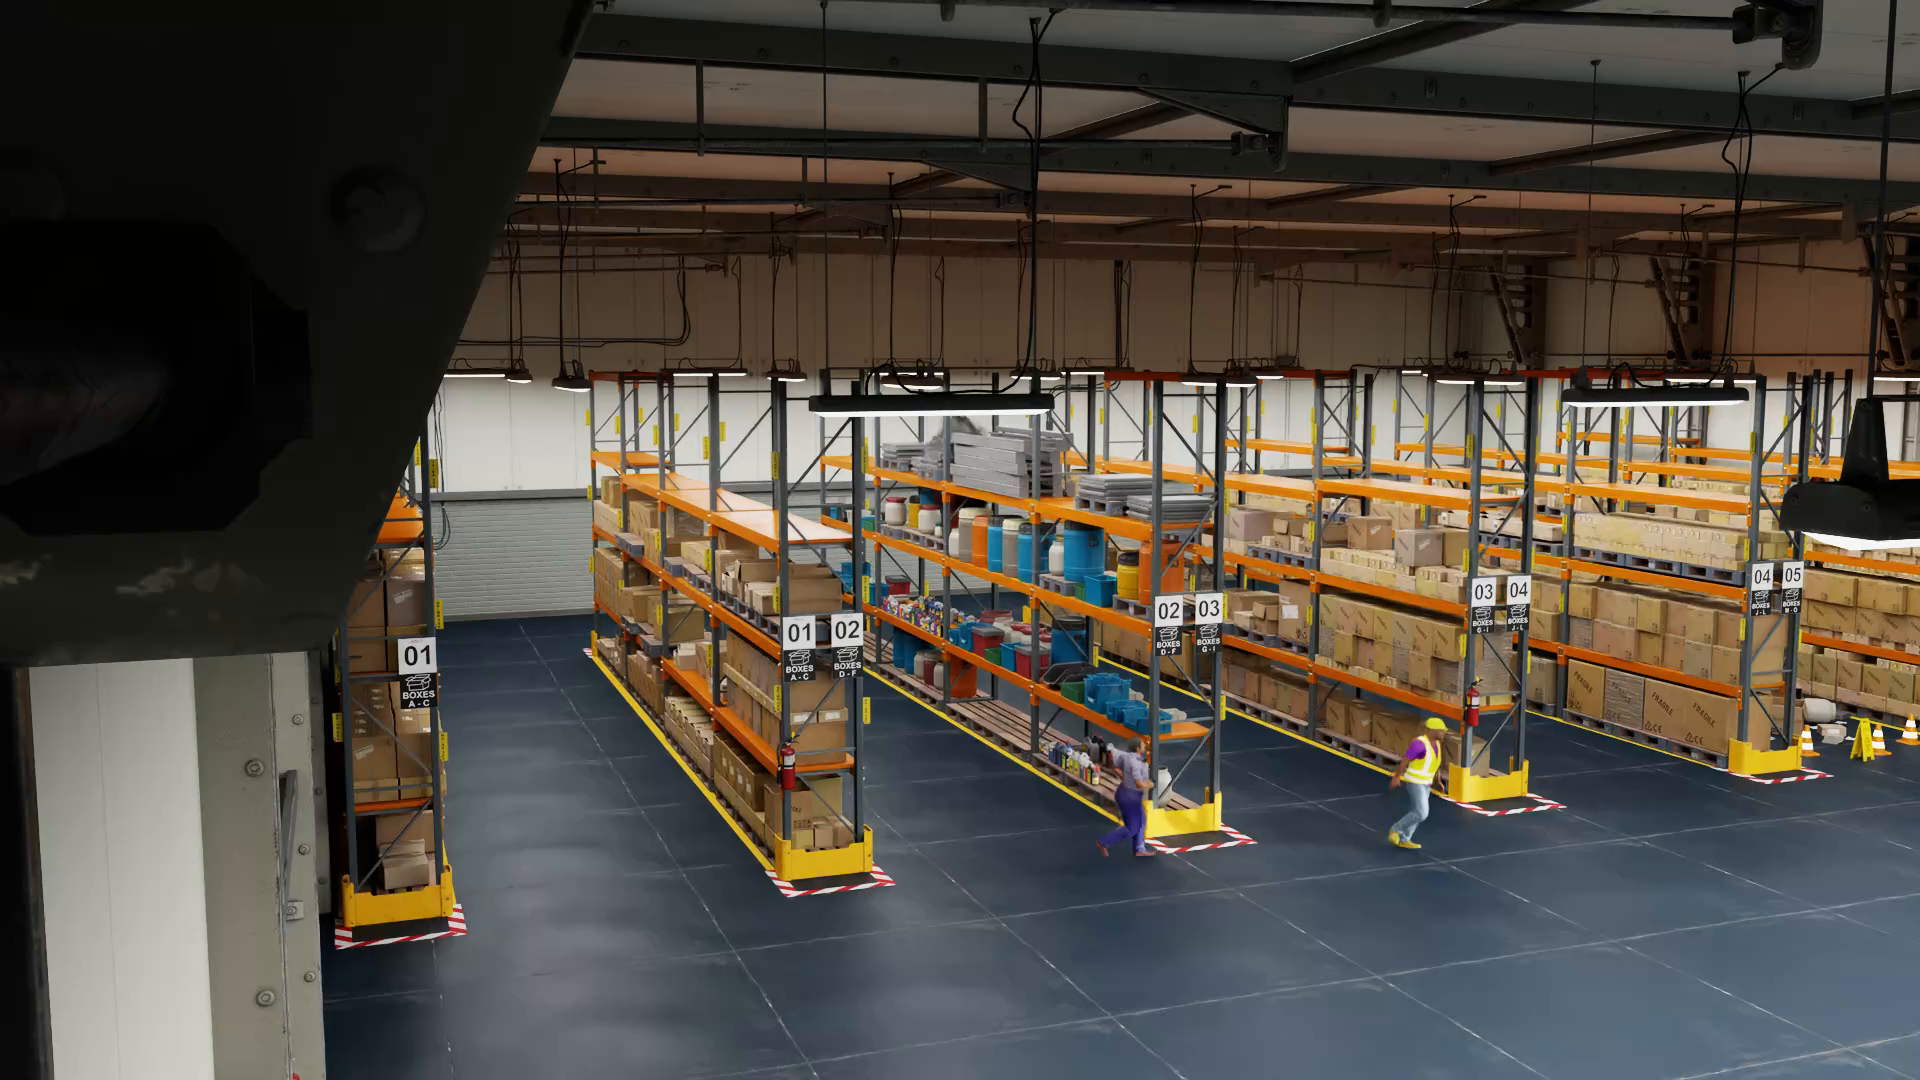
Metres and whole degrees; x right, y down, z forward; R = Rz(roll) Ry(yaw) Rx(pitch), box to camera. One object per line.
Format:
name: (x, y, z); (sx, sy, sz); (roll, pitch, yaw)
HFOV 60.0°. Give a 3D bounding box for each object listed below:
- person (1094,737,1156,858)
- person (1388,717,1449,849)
person: (2.098, 3.243, 20.725); (0.843, 1.576, 0.647); (-2, 7, -14)
person: (5.873, 3.110, 21.275); (0.628, 1.718, 0.719); (5, 8, 39)
